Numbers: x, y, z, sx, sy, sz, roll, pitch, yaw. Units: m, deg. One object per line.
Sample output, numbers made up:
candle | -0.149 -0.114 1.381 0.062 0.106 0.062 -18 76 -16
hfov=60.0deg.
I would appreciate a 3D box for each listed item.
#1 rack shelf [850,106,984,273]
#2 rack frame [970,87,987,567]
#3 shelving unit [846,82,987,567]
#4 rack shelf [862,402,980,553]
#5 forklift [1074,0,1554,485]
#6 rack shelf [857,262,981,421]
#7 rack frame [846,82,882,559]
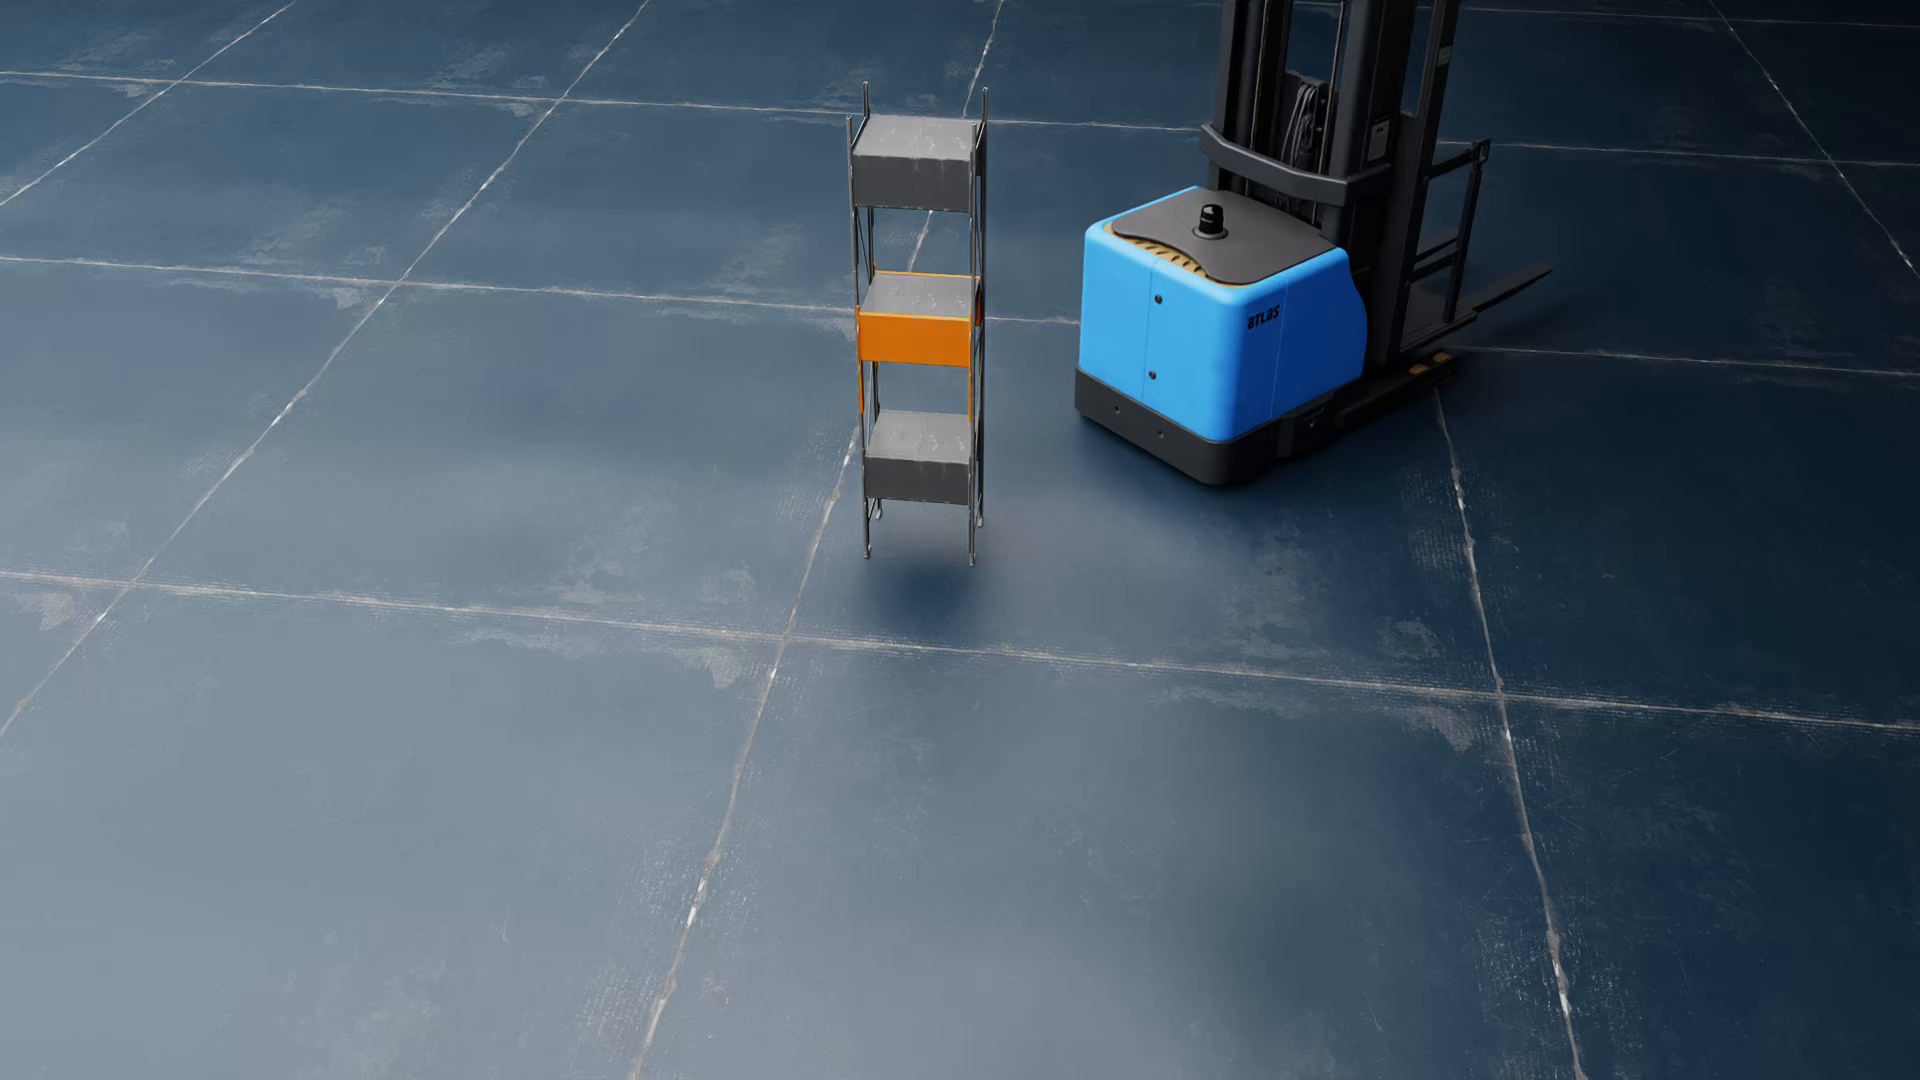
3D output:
rack shelf | -0.164 -1.426 6.758 0.480 0.518 0.431 4 36 6
rack frame | 0.078 -0.849 7.132 0.015 2.100 0.400 4 36 6
shelving unit | -0.164 -0.867 7.157 0.503 2.100 0.431 4 36 6
rack shelf | -0.164 -0.286 7.572 0.480 0.518 0.431 4 36 6
forklift | 2.044 -2.170 8.267 3.031 2.935 1.130 -26 43 -31
rack shelf | -0.164 -0.856 7.165 0.480 0.518 0.431 4 36 6
rack frame | -0.406 -0.885 7.183 0.015 2.100 0.400 4 36 6
